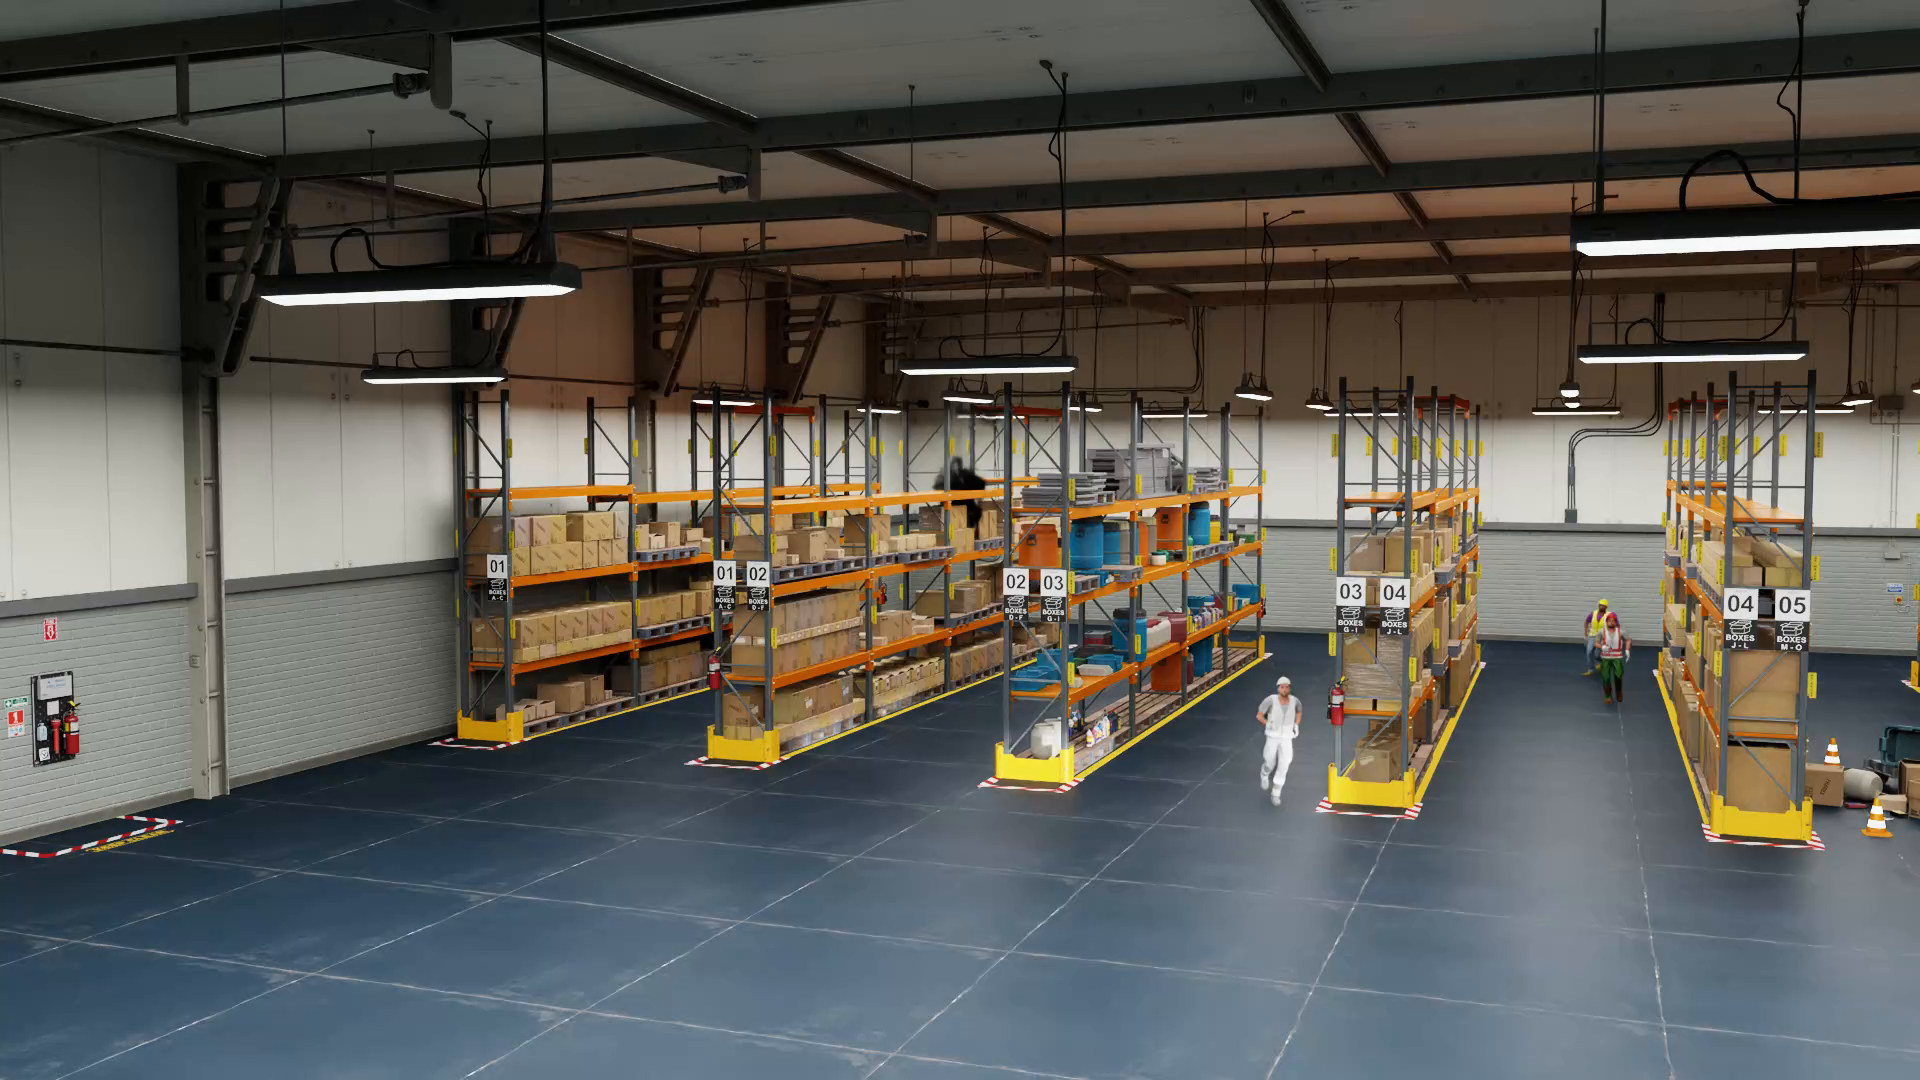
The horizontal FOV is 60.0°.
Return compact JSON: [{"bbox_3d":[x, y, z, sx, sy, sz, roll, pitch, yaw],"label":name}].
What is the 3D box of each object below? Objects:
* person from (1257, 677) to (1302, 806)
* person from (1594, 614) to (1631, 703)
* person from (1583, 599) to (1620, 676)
[{"bbox_3d":[4.551,2.824,23.673,0.674,1.783,0.863,0,3,-1],"label":"person"},{"bbox_3d":[12.736,2.330,32.468,0.667,1.760,0.620,1,3,20],"label":"person"},{"bbox_3d":[14.106,2.141,36.583,0.782,1.704,0.632,3,4,43],"label":"person"}]
